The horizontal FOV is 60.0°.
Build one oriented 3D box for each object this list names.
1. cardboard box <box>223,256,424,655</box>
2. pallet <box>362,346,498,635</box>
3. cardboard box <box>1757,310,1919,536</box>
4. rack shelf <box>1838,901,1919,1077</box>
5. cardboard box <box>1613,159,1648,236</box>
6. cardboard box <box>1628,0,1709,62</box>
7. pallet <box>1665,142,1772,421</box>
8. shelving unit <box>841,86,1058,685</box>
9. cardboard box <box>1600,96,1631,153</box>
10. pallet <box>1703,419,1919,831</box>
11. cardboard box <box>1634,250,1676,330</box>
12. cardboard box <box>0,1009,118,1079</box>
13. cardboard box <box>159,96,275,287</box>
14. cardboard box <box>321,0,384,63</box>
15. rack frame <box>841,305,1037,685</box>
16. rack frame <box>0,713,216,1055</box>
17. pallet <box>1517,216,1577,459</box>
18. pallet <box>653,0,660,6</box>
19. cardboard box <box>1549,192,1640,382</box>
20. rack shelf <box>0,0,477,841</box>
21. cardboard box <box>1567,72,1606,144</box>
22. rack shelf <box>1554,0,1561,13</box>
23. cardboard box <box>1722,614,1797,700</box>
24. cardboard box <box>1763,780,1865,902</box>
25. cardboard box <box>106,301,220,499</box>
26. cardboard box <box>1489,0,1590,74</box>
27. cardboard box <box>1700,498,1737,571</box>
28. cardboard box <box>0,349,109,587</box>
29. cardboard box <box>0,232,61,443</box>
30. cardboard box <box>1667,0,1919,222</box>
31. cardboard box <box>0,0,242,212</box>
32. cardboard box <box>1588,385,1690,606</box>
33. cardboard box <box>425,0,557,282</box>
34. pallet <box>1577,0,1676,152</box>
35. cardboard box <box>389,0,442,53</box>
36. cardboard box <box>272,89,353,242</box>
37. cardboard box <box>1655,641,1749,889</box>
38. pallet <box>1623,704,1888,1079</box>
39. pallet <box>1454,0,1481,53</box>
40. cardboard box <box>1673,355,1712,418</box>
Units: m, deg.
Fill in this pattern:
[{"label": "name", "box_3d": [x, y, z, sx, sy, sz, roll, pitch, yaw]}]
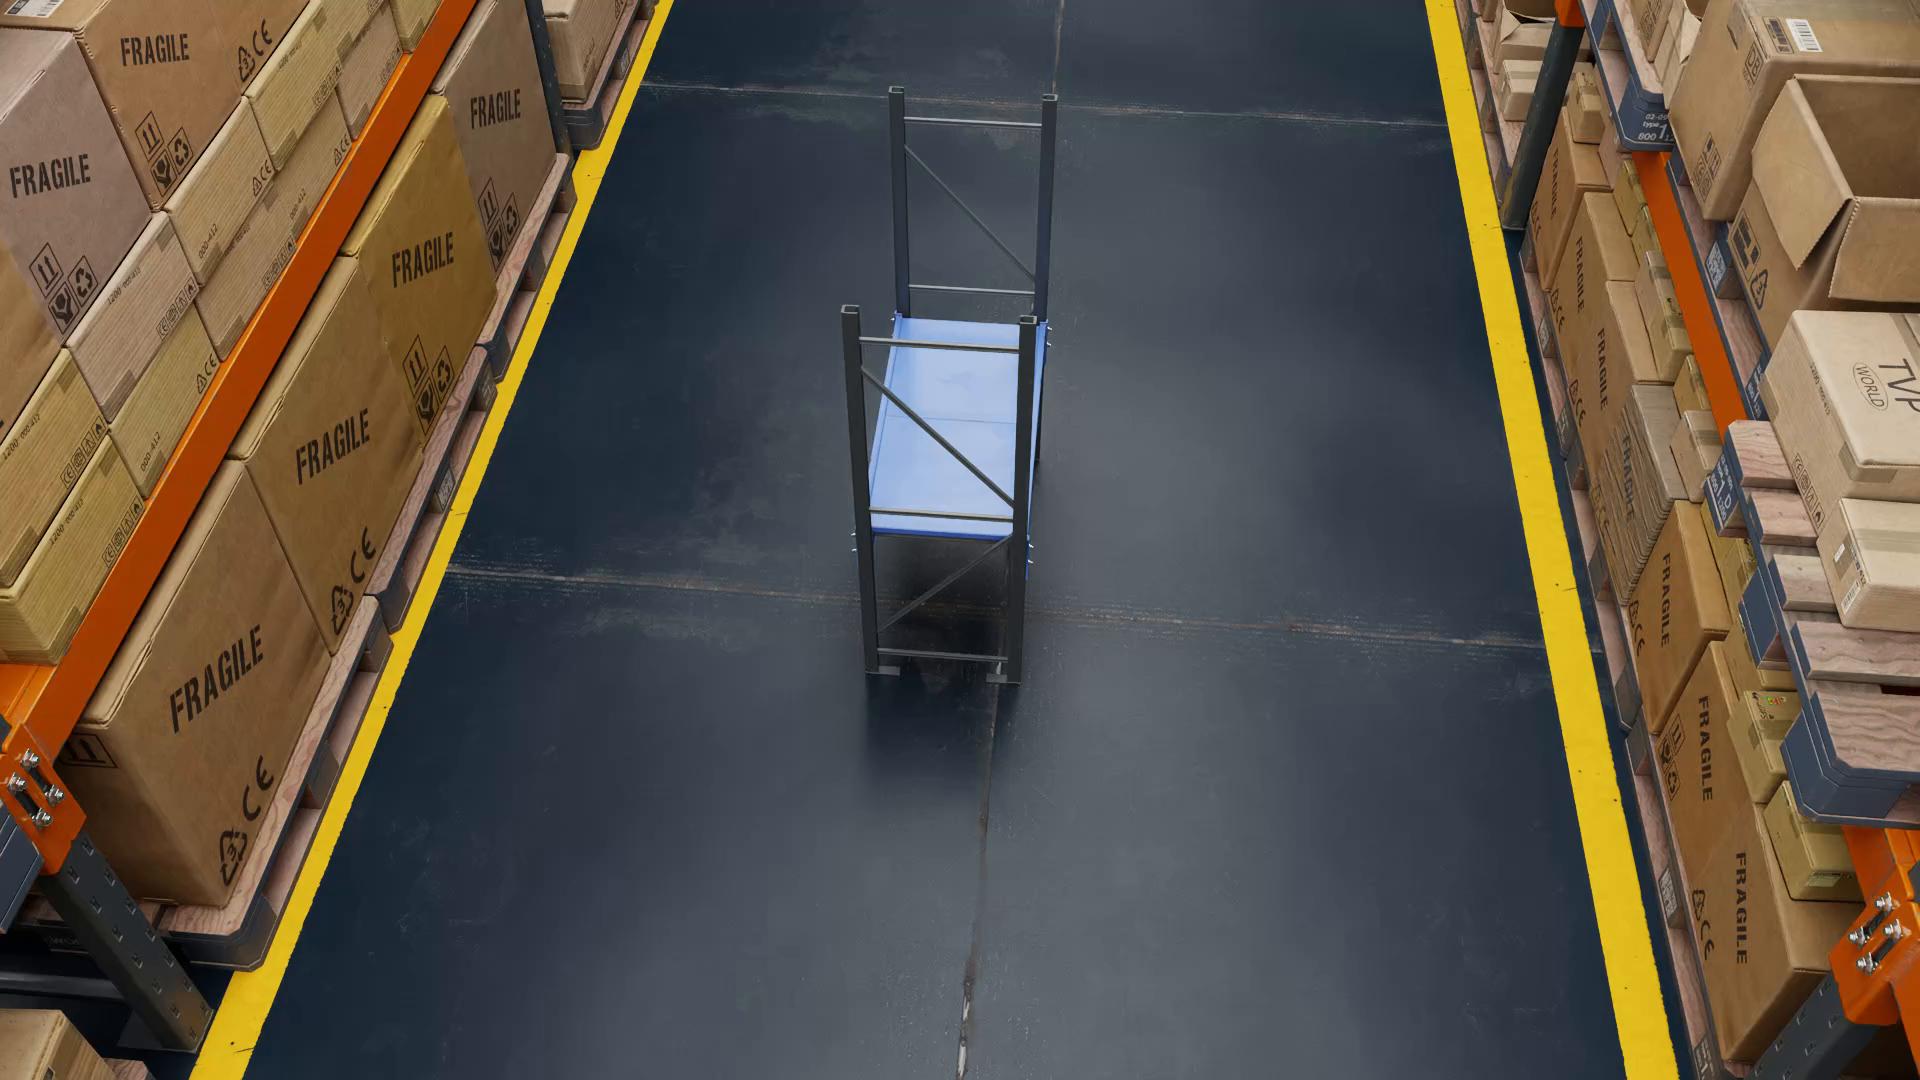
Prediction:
[{"label": "cardboard box", "box_3d": [-2.315, -0.286, 5.134, 0.875, 0.875, 0.875, 4, 48, 4]}, {"label": "pallet", "box_3d": [-2.286, -0.231, 5.818, 1.003, 0.211, 1.213, 4, 48, 4]}, {"label": "cardboard box", "box_3d": [2.171, -0.261, 3.773, 0.500, 0.250, 0.500, 2, 48, 2]}, {"label": "rack shelf", "box_3d": [2.215, 2.340, 2.065, 1.077, 0.370, 4.000, 4, 48, 4]}, {"label": "cardboard box", "box_3d": [2.504, -1.185, 5.771, 0.380, 0.149, 0.250, 2, 48, 2]}, {"label": "cardboard box", "box_3d": [2.447, -1.767, 4.981, 0.700, 0.500, 0.500, 4, 48, 4]}, {"label": "pallet", "box_3d": [2.570, -0.737, 4.522, 1.003, 0.211, 1.213, 4, 48, 4]}, {"label": "shelving unit", "box_3d": [-0.008, -0.443, 5.139, 0.538, 1.500, 1.048, 4, 48, 4]}, {"label": "cardboard box", "box_3d": [2.488, -1.490, 5.848, 0.380, 0.149, 0.250, 2, 48, 2]}, {"label": "pallet", "box_3d": [2.389, 0.189, 3.674, 1.213, 0.211, 1.003, 4, 48, 4]}, {"label": "cardboard box", "box_3d": [2.432, -0.802, 5.420, 0.380, 0.149, 0.250, 4, 48, 3]}, {"label": "cardboard box", "box_3d": [-2.608, 1.456, 3.882, 0.950, 0.372, 0.625, 1, 48, 1]}, {"label": "cardboard box", "box_3d": [-2.148, -0.923, 4.324, 0.500, 0.250, 0.500, 4, 48, 3]}, {"label": "cardboard box", "box_3d": [-2.059, -1.672, 5.009, 0.500, 0.250, 0.500, 5, 48, 4]}, {"label": "rack frame", "box_3d": [-0.054, -0.070, 4.798, 0.500, 1.500, 0.032, 4, 48, 4]}, {"label": "rack frame", "box_3d": [-2.546, 0.296, 3.446, 1.000, 3.000, 0.127, 4, 48, 4]}, {"label": "pallet", "box_3d": [2.725, -0.771, 6.312, 1.003, 0.211, 1.213, 4, 48, 4]}, {"label": "pallet", "box_3d": [-1.926, -3.154, 8.492, 1.003, 0.211, 1.213, 4, 48, 4]}, {"label": "cardboard box", "box_3d": [2.455, -0.878, 5.930, 0.500, 0.500, 0.500, 3, 48, 3]}, {"label": "rack shelf", "box_3d": [-2.364, -0.931, 5.056, 1.077, 0.370, 4.000, 4, 48, 4]}, {"label": "cardboard box", "box_3d": [2.464, -1.583, 6.135, 0.380, 0.149, 0.250, 6, 48, 5]}, {"label": "rack shelf", "box_3d": [2.944, -3.539, 7.442, 1.077, 0.370, 4.000, 4, 48, 4]}, {"label": "cardboard box", "box_3d": [2.252, 0.337, 4.379, 0.380, 0.149, 0.250, 2, 48, 2]}, {"label": "cardboard box", "box_3d": [2.190, 0.730, 4.019, 0.380, 0.149, 0.250, 2, 48, 2]}, {"label": "cardboard box", "box_3d": [-2.222, -0.374, 4.161, 0.500, 0.250, 0.500, 3, 48, 2]}, {"label": "cardboard box", "box_3d": [2.552, -2.223, 7.318, 0.396, 0.266, 0.258, 5, 48, 5]}, {"label": "cardboard box", "box_3d": [2.343, -0.037, 4.721, 0.380, 0.149, 0.250, 3, 48, 3]}, {"label": "cardboard box", "box_3d": [-2.254, -0.178, 3.643, 0.500, 0.250, 0.500, 4, 48, 3]}, {"label": "cardboard box", "box_3d": [-2.258, -0.421, 3.357, 0.500, 0.500, 0.500, 2, 48, 2]}, {"label": "cardboard box", "box_3d": [2.376, -1.190, 4.453, 0.700, 0.500, 0.500, 4, 48, 3]}, {"label": "cardboard box", "box_3d": [-2.160, -1.165, 4.038, 0.500, 0.500, 0.500, 5, 48, 5]}, {"label": "cardboard box", "box_3d": [2.351, -0.131, 5.246, 0.500, 0.500, 0.500, 2, 48, 2]}, {"label": "cardboard box", "box_3d": [-2.159, -1.607, 6.342, 0.875, 0.875, 0.875, 5, 48, 5]}, {"label": "pallet", "box_3d": [2.580, -1.667, 5.372, 1.003, 0.211, 1.213, 4, 48, 4]}, {"label": "cardboard box", "box_3d": [-2.019, -1.872, 5.531, 0.500, 0.250, 0.500, 3, 48, 3]}, {"label": "cardboard box", "box_3d": [-2.127, -1.122, 4.845, 0.500, 0.250, 0.500, 4, 48, 4]}, {"label": "cardboard box", "box_3d": [2.277, 0.637, 4.544, 0.500, 0.500, 0.500, 3, 48, 3]}, {"label": "pallet", "box_3d": [2.503, 1.022, 4.672, 1.003, 0.211, 1.213, 4, 48, 4]}, {"label": "pallet", "box_3d": [2.934, -2.774, 8.145, 1.003, 0.211, 1.213, 4, 48, 4]}, {"label": "cardboard box", "box_3d": [2.412, -0.419, 5.071, 0.380, 0.149, 0.250, 4, 48, 4]}]
